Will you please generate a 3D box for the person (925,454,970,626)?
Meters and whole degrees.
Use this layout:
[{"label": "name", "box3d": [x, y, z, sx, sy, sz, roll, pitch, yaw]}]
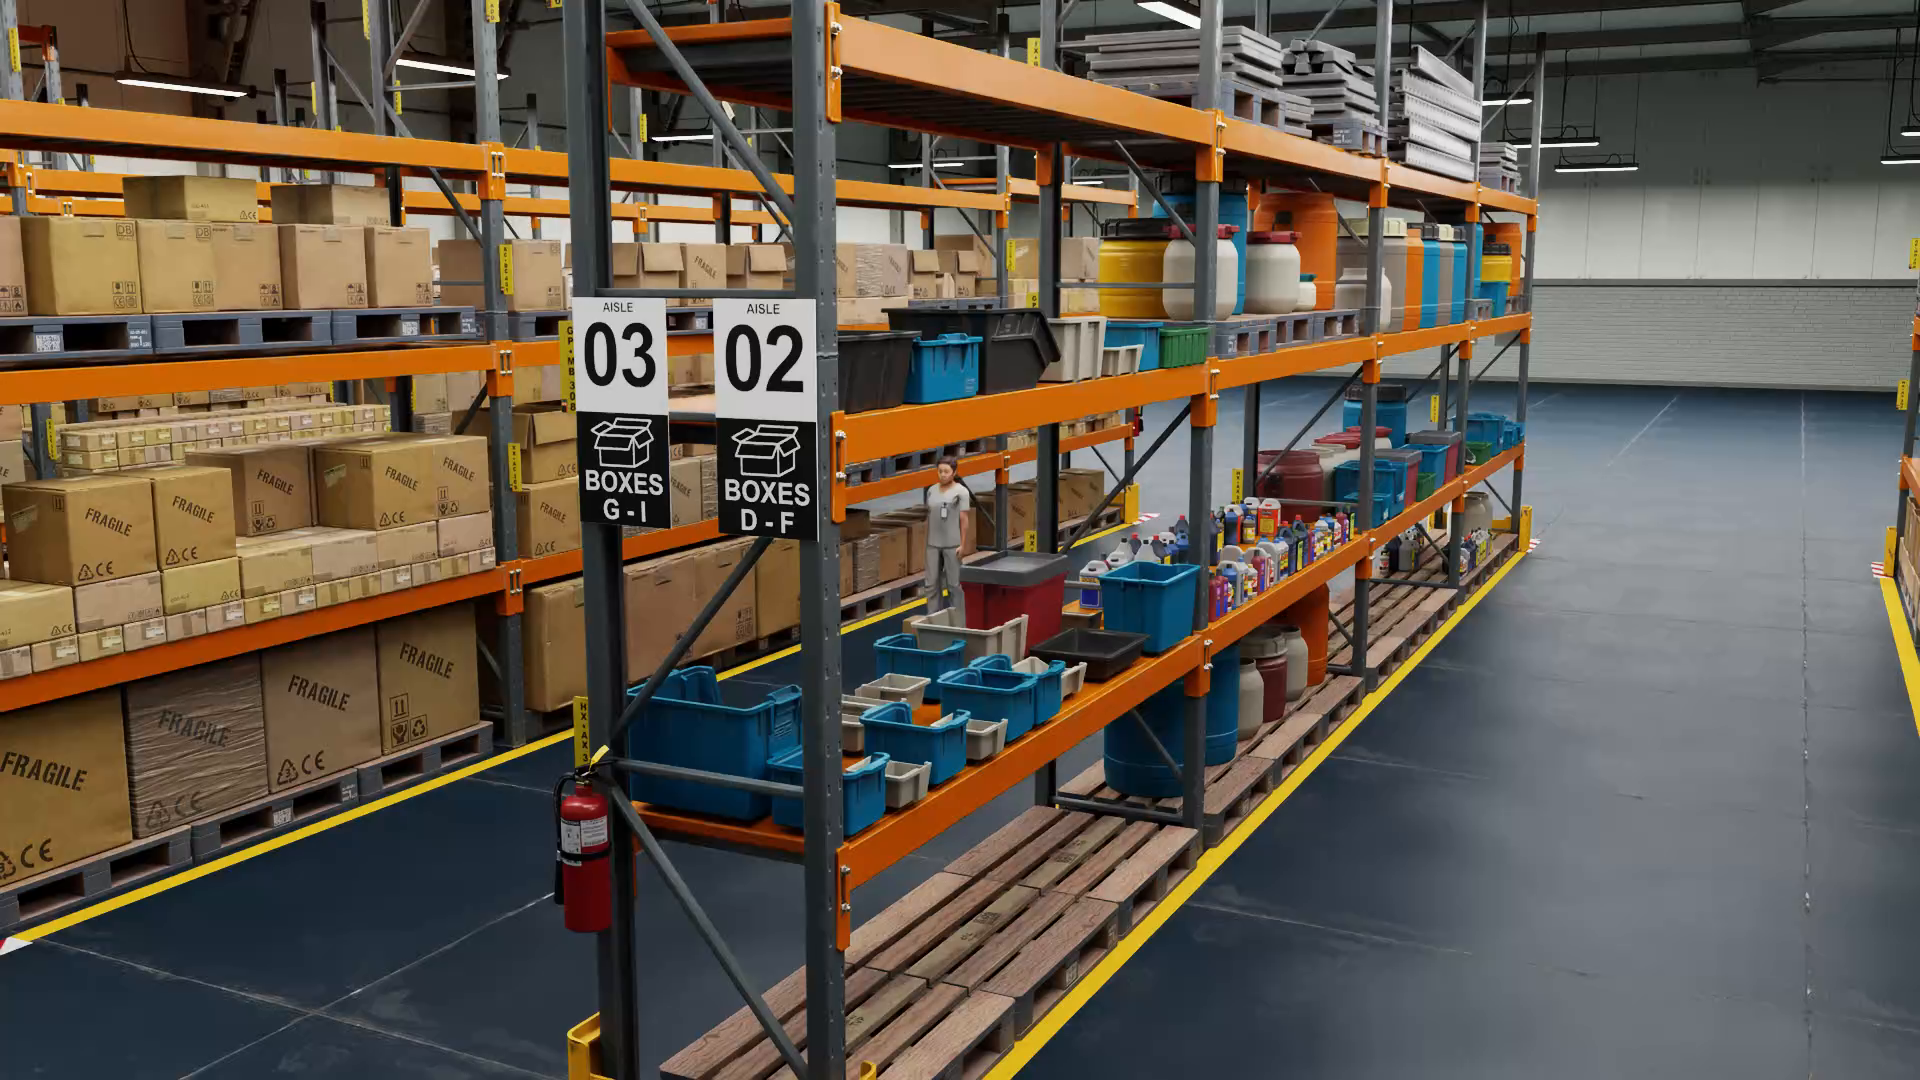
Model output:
[{"label": "person", "box3d": [-0.117, 0.055, 15.055, 0.439, 1.673, 0.365, 5, 10, 27]}]
